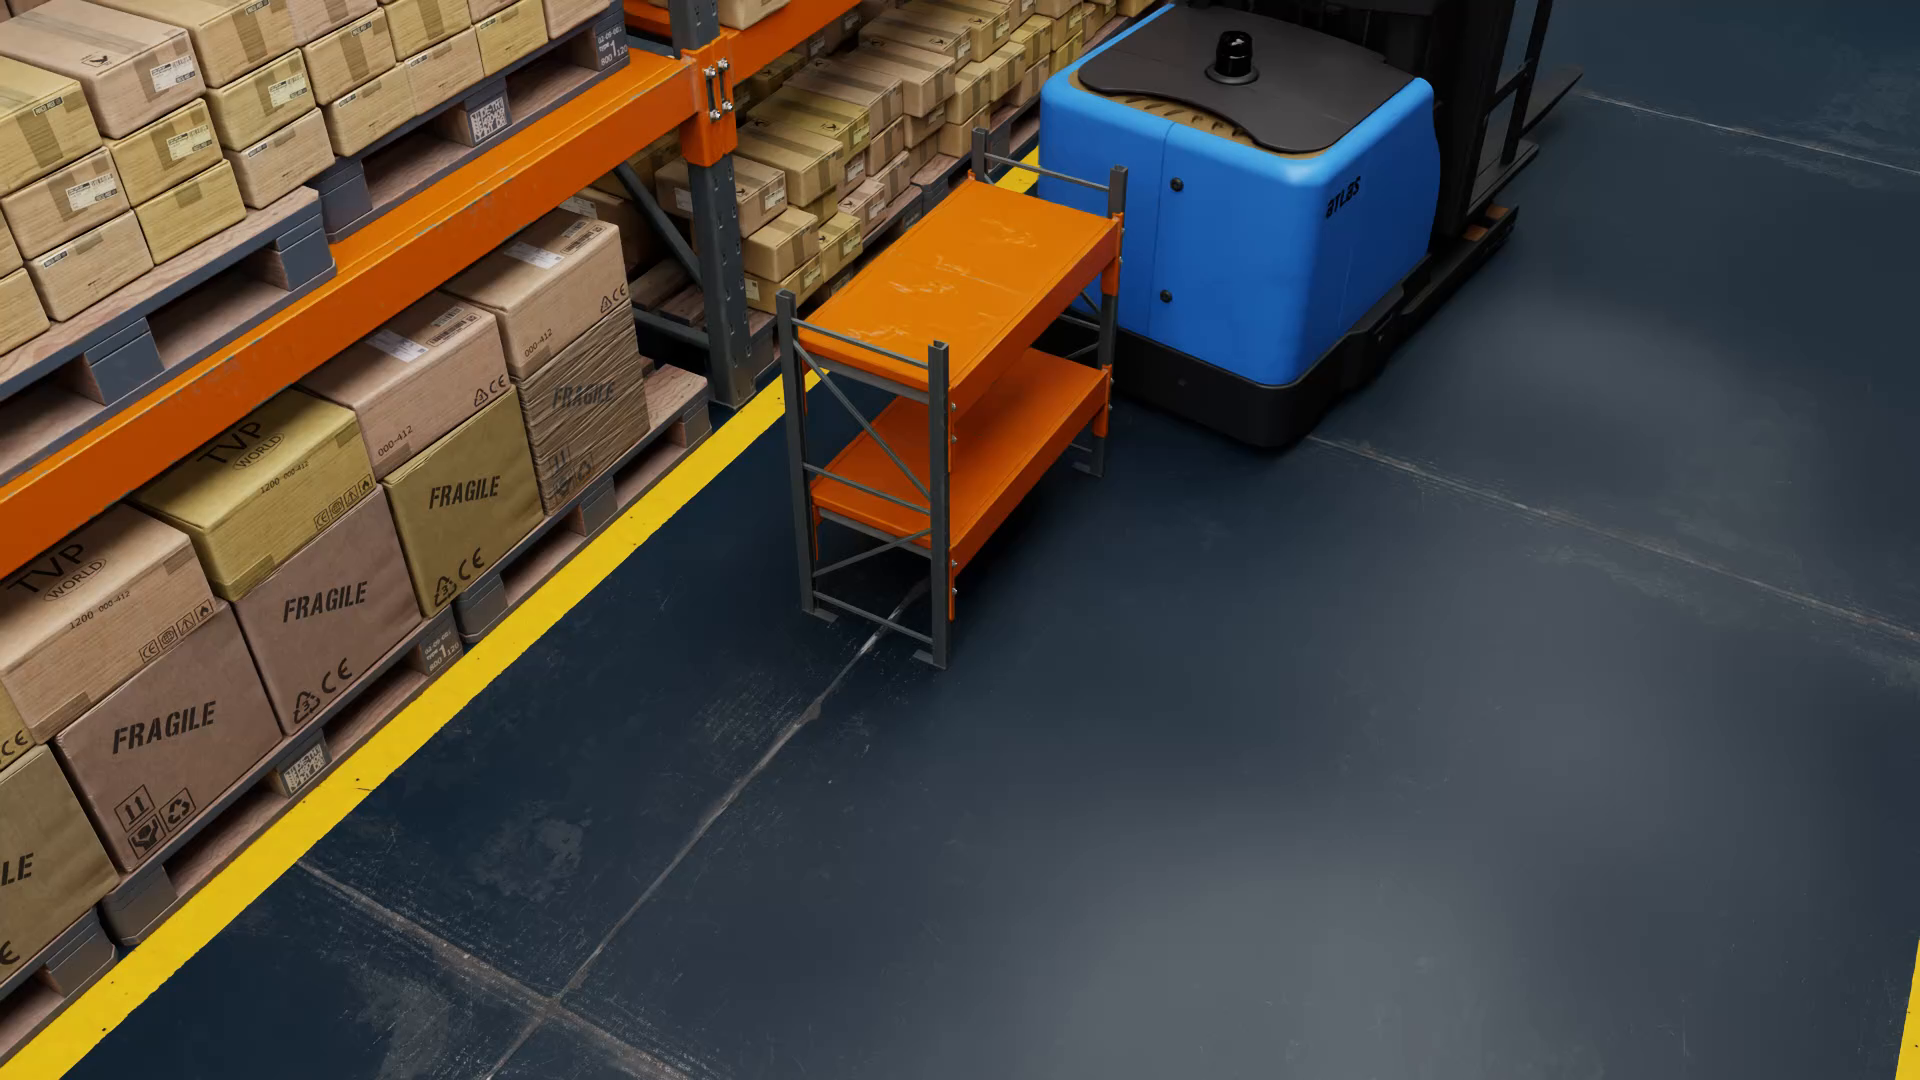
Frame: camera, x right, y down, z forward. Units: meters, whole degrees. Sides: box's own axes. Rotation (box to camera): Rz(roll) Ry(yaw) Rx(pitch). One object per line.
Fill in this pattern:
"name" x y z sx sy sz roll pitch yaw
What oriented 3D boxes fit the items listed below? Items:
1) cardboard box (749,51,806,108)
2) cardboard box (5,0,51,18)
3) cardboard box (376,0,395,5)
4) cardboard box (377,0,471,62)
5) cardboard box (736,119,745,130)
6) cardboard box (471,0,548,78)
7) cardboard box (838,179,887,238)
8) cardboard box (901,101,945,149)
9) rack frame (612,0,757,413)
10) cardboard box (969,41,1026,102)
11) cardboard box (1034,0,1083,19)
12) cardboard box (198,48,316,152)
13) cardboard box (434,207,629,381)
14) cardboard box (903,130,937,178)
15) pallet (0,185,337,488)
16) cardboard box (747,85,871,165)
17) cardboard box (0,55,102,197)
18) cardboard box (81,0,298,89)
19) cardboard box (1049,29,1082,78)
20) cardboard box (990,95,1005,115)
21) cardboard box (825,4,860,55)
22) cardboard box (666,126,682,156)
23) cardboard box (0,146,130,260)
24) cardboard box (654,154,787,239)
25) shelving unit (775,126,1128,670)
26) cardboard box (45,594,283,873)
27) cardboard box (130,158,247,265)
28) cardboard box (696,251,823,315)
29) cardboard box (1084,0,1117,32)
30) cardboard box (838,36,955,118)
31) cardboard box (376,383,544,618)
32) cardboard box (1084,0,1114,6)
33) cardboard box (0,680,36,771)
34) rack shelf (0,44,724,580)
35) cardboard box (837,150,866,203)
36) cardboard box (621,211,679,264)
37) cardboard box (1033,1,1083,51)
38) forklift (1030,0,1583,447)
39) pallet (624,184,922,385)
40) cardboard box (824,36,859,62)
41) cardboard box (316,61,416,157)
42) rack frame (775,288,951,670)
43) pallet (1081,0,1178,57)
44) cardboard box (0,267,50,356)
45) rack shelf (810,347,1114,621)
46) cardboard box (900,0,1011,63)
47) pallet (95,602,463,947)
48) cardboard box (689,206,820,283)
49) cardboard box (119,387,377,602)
"cardboard box" -0.813 -1.794 6.407 0.380 0.149 0.250 22 46 23
"cardboard box" -2.290 -1.384 3.974 0.380 0.149 0.250 21 45 22
"cardboard box" -1.472 -1.458 4.058 0.380 0.149 0.250 19 45 21
"cardboard box" -1.461 -1.357 4.168 0.380 0.149 0.250 23 46 24
"cardboard box" -1.049 -1.570 6.377 0.380 0.149 0.250 19 45 21
"cardboard box" -1.332 -1.388 4.429 0.380 0.149 0.250 21 46 22
"cardboard box" -0.502 -1.268 6.260 0.380 0.149 0.250 21 45 22
"cardboard box" -0.282 -1.697 6.521 0.380 0.149 0.250 23 46 24
"rack frame" -1.175 -1.767 4.987 1.000 3.000 0.127 21 45 22
"cardboard box" 0.045 -1.953 6.812 0.380 0.149 0.250 21 46 22
"cardboard box" 0.315 -2.366 7.056 0.380 0.149 0.250 23 46 24
"cardboard box" -1.725 -1.050 3.820 0.380 0.149 0.250 19 45 20
"cardboard box" -1.329 -0.758 4.847 0.500 0.250 0.500 20 45 21
"cardboard box" -0.314 -1.596 6.632 0.380 0.149 0.250 19 45 20
"pallet" -2.222 -0.552 3.753 1.003 0.211 1.213 21 45 22
"cardboard box" -0.550 -1.505 6.079 0.380 0.149 0.250 20 45 21
"cardboard box" -1.993 -0.859 3.378 0.380 0.149 0.250 20 45 21
"cardboard box" -1.729 -1.168 3.729 0.380 0.149 0.250 19 45 21
"cardboard box" 0.310 -2.158 7.270 0.380 0.149 0.250 19 45 20
"cardboard box" -0.036 -1.888 6.964 0.380 0.149 0.250 22 46 23
"cardboard box" -0.633 -2.138 6.797 0.380 0.149 0.250 19 45 21
"cardboard box" -1.129 -1.527 6.103 0.380 0.149 0.250 21 46 23
"cardboard box" -1.986 -0.756 3.486 0.380 0.149 0.250 23 46 24
"cardboard box" -0.823 -1.206 5.739 0.380 0.149 0.250 23 46 24
"shelving unit" 0.003 -0.426 4.883 0.538 1.125 1.048 21 45 22
"cardboard box" -2.101 0.398 4.102 0.500 0.500 0.500 20 45 21
"cardboard box" -1.852 -0.791 3.751 0.380 0.149 0.250 23 46 24
"cardboard box" -0.715 -0.957 5.906 0.380 0.149 0.250 19 45 20
"cardboard box" 0.496 -2.470 7.624 0.380 0.149 0.250 21 45 22
"cardboard box" -0.242 -1.781 6.392 0.380 0.149 0.250 22 46 23
"cardboard box" -1.585 -0.186 4.765 0.500 0.500 0.500 20 45 21
"cardboard box" 0.551 -2.561 7.502 0.380 0.149 0.250 19 45 20
"cardboard box" -2.369 0.416 3.514 0.500 0.250 0.500 20 45 22
"rack shelf" -2.176 -0.352 3.925 1.077 0.370 4.000 21 45 22
"cardboard box" -0.577 -1.393 6.177 0.380 0.149 0.250 21 45 22
"cardboard box" -1.274 -1.192 6.173 0.380 0.149 0.250 21 46 23
"cardboard box" 0.303 -2.260 7.161 0.380 0.149 0.250 22 46 23
"forklift" 1.534 -2.330 5.678 1.130 2.935 3.031 27 48 27
"pallet" -0.870 -1.116 6.358 1.003 0.211 1.213 21 45 22
"cardboard box" -0.577 -1.980 6.843 0.380 0.149 0.250 19 45 20
"cardboard box" -1.584 -1.103 4.106 0.380 0.149 0.250 19 45 20
"rack frame" -0.251 -0.135 4.552 0.500 1.125 0.032 21 45 22
"pallet" 0.351 -2.512 7.943 1.003 0.211 1.213 21 45 22
"cardboard box" -2.116 -0.490 3.409 0.380 0.149 0.250 22 46 23
"rack shelf" 0.003 -0.243 5.044 0.538 0.278 1.000 21 45 22
"cardboard box" -0.019 -2.092 6.745 0.380 0.149 0.250 21 46 22
"pallet" -2.173 0.426 4.606 1.003 0.211 1.213 21 45 22
"cardboard box" -0.717 -1.068 5.807 0.380 0.149 0.250 23 46 24
"cardboard box" -1.850 -0.161 4.169 0.500 0.250 0.500 19 45 20
